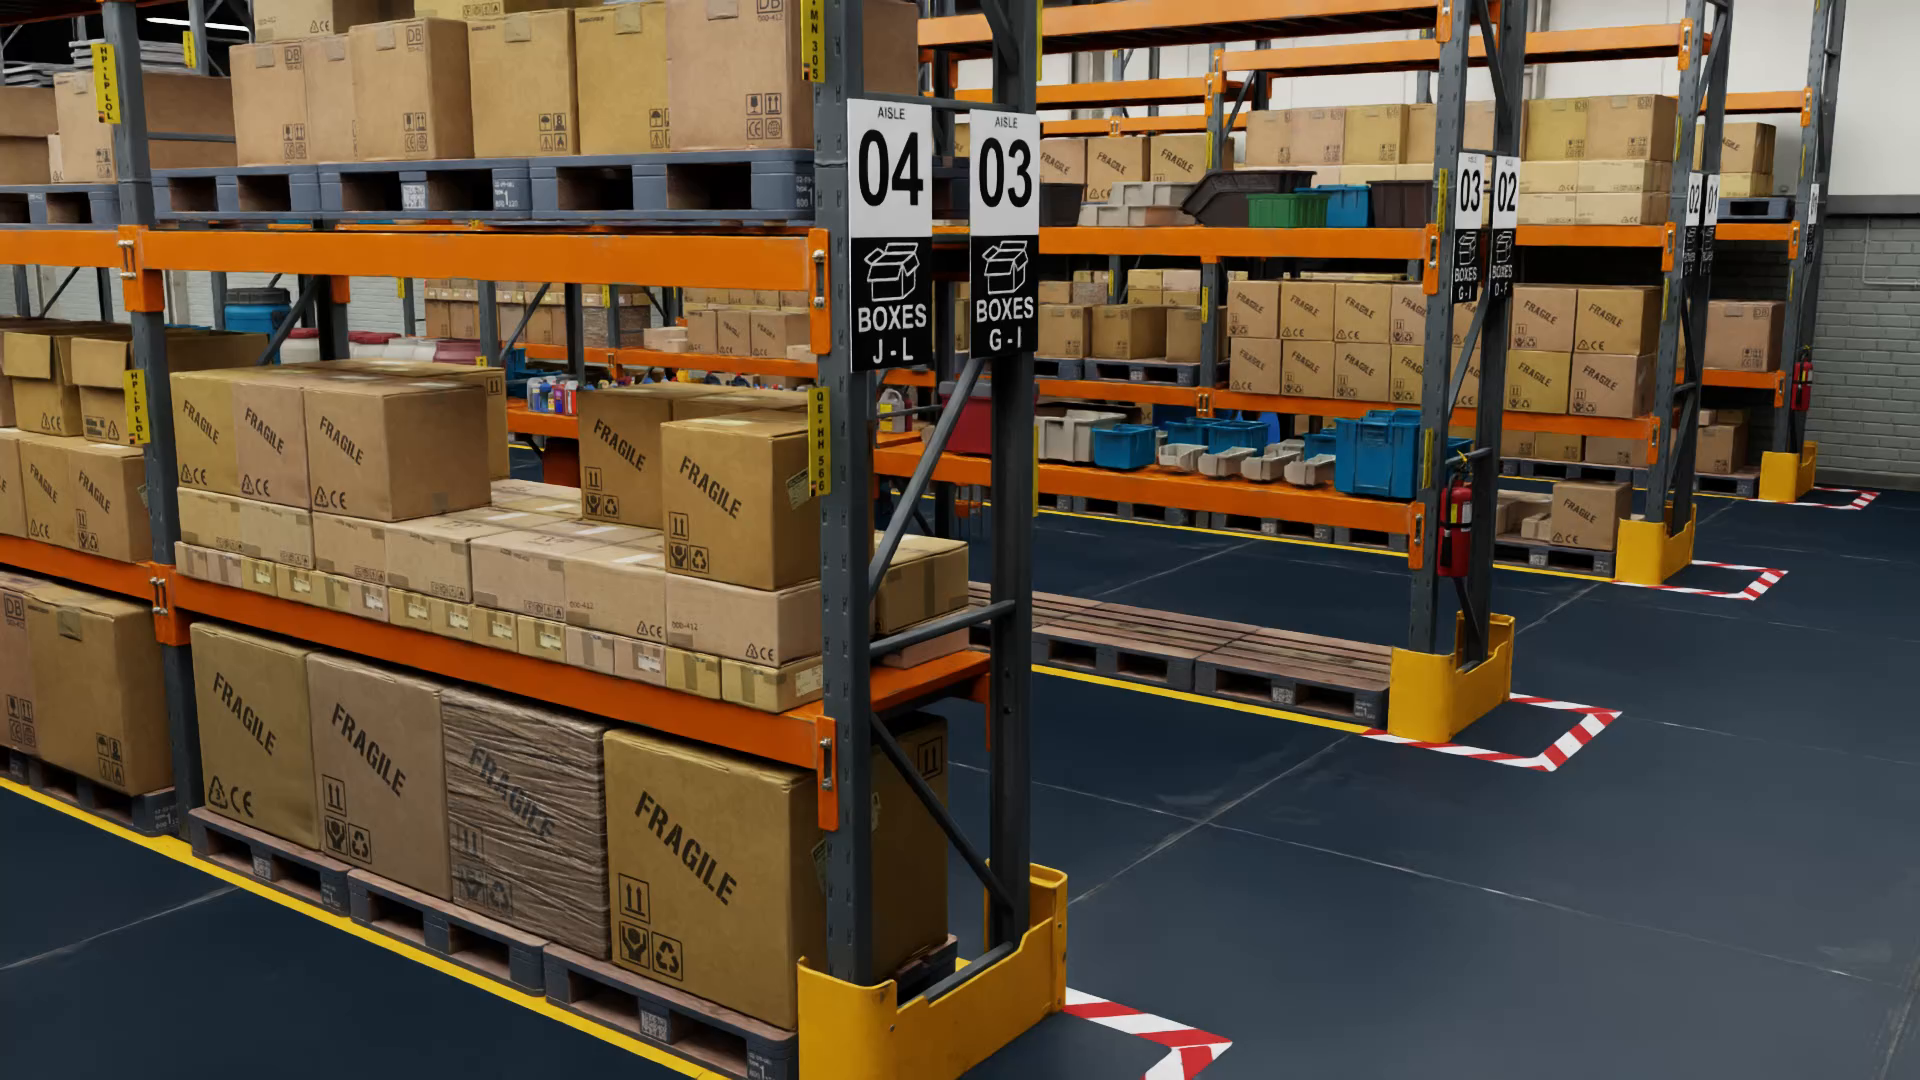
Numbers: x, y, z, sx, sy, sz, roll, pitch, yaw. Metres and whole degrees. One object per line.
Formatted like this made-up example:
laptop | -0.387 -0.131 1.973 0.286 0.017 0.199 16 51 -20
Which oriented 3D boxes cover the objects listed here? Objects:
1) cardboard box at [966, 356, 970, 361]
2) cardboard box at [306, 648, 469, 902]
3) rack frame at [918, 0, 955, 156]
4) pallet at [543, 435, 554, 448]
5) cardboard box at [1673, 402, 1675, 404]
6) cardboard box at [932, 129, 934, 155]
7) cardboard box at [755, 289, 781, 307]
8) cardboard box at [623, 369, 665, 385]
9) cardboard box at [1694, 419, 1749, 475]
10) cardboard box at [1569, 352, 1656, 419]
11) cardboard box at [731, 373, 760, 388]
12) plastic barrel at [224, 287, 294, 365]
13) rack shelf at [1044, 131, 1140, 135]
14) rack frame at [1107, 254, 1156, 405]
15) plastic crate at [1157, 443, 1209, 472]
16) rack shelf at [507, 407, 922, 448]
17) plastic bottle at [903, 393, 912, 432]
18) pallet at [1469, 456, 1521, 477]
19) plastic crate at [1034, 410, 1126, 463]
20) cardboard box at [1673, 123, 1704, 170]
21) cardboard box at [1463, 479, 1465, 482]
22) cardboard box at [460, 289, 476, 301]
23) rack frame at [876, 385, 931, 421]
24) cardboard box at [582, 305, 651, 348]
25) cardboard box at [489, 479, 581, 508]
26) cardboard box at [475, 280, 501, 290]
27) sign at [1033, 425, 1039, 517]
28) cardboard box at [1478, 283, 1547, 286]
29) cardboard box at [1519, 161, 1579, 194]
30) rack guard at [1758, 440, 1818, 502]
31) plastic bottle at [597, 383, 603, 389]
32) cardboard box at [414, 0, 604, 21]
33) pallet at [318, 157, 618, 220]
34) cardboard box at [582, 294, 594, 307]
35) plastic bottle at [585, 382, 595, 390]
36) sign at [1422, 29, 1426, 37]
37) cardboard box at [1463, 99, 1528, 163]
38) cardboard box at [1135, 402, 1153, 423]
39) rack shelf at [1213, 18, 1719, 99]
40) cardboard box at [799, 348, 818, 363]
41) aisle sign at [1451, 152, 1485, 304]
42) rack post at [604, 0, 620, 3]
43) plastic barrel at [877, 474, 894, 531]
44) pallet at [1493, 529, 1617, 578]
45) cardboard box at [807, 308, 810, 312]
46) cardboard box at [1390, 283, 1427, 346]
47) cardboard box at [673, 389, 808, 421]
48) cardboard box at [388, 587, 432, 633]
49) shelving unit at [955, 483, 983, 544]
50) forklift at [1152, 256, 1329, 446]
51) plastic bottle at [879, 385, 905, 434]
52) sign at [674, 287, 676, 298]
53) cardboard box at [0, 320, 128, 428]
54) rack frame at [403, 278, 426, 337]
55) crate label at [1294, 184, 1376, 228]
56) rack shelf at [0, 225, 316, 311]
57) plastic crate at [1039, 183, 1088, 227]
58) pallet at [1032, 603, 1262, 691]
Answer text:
cardboard box | 0.420 -2.485 23.426 0.500 0.250 0.500 7 13 34
cardboard box | -2.100 0.884 7.053 0.875 0.875 0.875 8 13 36
rack frame | -0.378 -3.845 11.211 0.127 3.000 1.000 8 13 36
pallet | -4.507 -1.283 21.107 1.213 0.211 1.003 8 13 36
cardboard box | 7.695 -1.429 18.284 0.250 0.149 0.380 8 14 36
cardboard box | -0.319 -4.069 17.375 0.500 0.500 0.500 8 13 36
cardboard box | -5.110 -2.866 17.708 5.998 1.490 15.156 8 14 37
cardboard box | -4.080 -1.881 21.014 0.500 0.500 0.500 8 13 36
cardboard box | 8.087 -1.009 17.821 0.500 0.500 0.700 8 13 36
cardboard box | 5.259 -1.265 13.409 0.500 0.500 0.500 8 14 37
cardboard box | -3.222 -2.505 26.003 0.500 0.311 0.500 9 14 40
plastic barrel | -6.694 -1.955 15.918 0.708 0.901 0.600 8 13 36
rack shelf | 0.650 -5.582 22.625 3.809 0.124 0.919 8 13 36
rack frame | 2.262 -2.866 21.945 0.127 3.000 1.000 8 13 36
plastic crate | 1.368 -0.506 10.286 0.250 0.136 0.298 8 13 36
rack shelf | -1.990 -0.771 13.011 4.000 0.370 1.077 8 13 36
plastic bottle | -0.421 -0.948 12.342 0.133 0.283 0.061 8 13 36
pallet | 6.052 -0.949 19.381 1.213 0.211 1.003 8 13 36
plastic crate | 0.744 -0.671 10.753 0.530 0.282 0.437 8 13 36
cardboard box | 7.562 -4.087 17.413 0.500 0.500 0.500 8 14 37
cardboard box | 4.074 -0.437 14.806 0.637 0.503 0.797 8 13 36
cardboard box | -6.310 -3.210 21.756 0.250 0.149 0.380 8 13 35
rack frame | -0.667 -2.107 18.023 0.127 3.000 1.000 8 13 36
cardboard box | -4.253 -2.655 20.590 0.500 0.500 0.700 8 13 34
cardboard box | -1.969 -0.089 7.203 0.500 0.250 0.500 8 14 37
cardboard box | -5.870 -3.517 21.633 0.500 0.500 0.700 8 14 36
sign | 0.247 -0.239 5.882 0.005 0.325 0.100 8 13 36
cardboard box | 4.753 -1.952 14.328 0.500 0.500 0.500 8 14 36
cardboard box | 4.813 -2.927 13.442 0.500 0.250 0.500 8 13 36
rack guard | 8.729 -0.736 17.519 0.348 0.500 1.175 8 13 36
plastic bottle | -2.805 -1.093 13.092 0.133 0.283 0.061 8 13 36
cardboard box | -1.708 -2.065 6.303 0.500 0.250 0.500 7 13 34
pallet | -1.678 -1.339 6.391 1.213 0.211 1.003 8 13 36
cardboard box | -4.435 -2.950 20.410 0.250 0.149 0.380 8 13 34
plastic bottle | -2.959 -1.128 13.300 0.097 0.271 0.097 0 11 0
sign | 5.174 -5.774 18.518 0.005 0.325 0.100 8 13 36
cardboard box | 4.538 -3.384 13.833 0.500 0.500 0.700 8 13 36
cardboard box | 2.777 -1.914 21.578 0.750 0.750 0.750 8 13 35
rack shelf | 4.169 -4.023 14.035 4.000 0.370 1.077 8 13 36
cardboard box | -1.556 -2.042 18.350 0.250 0.149 0.380 8 13 36
aisle sign | 2.730 -1.673 8.935 0.004 0.787 0.394 8 13 36
rack post | -2.994 -4.182 13.154 0.937 0.300 0.954 8 13 36
plastic barrel | -0.807 -0.139 12.269 0.708 0.901 0.600 8 13 36
pallet | 5.076 0.064 14.145 1.213 0.211 1.003 8 13 36
cardboard box | -1.920 -3.316 24.613 0.500 0.250 0.500 8 14 36
cardboard box | 4.017 -1.927 14.199 0.500 0.500 0.500 8 14 37
cardboard box | -0.716 -0.283 6.234 0.500 0.500 0.500 8 13 34
cardboard box | -2.011 0.242 6.545 0.250 0.149 0.380 7 13 34
shelving unit | 0.043 -0.509 14.899 0.252 1.050 0.215 8 13 36
forklift | 3.408 -2.194 18.654 1.130 2.935 3.031 9 14 40
plastic bottle | -0.503 -0.969 12.270 0.185 0.351 0.144 8 13 36
sign | -3.578 -3.170 20.680 0.005 0.325 0.100 8 13 36
cardboard box | -4.886 -0.899 8.878 0.637 0.503 0.797 8 14 37
rack frame | -7.115 -3.006 22.672 0.127 3.000 1.000 8 13 36
crate label | 2.293 -2.002 9.977 0.502 0.251 0.408 8 13 36
rack shelf | -4.922 -1.485 8.807 4.000 0.370 1.077 8 13 36
plastic crate | 0.461 -2.126 10.569 0.590 0.269 0.497 8 13 36
pallet | 1.225 0.684 10.940 1.213 0.211 1.003 8 13 36
